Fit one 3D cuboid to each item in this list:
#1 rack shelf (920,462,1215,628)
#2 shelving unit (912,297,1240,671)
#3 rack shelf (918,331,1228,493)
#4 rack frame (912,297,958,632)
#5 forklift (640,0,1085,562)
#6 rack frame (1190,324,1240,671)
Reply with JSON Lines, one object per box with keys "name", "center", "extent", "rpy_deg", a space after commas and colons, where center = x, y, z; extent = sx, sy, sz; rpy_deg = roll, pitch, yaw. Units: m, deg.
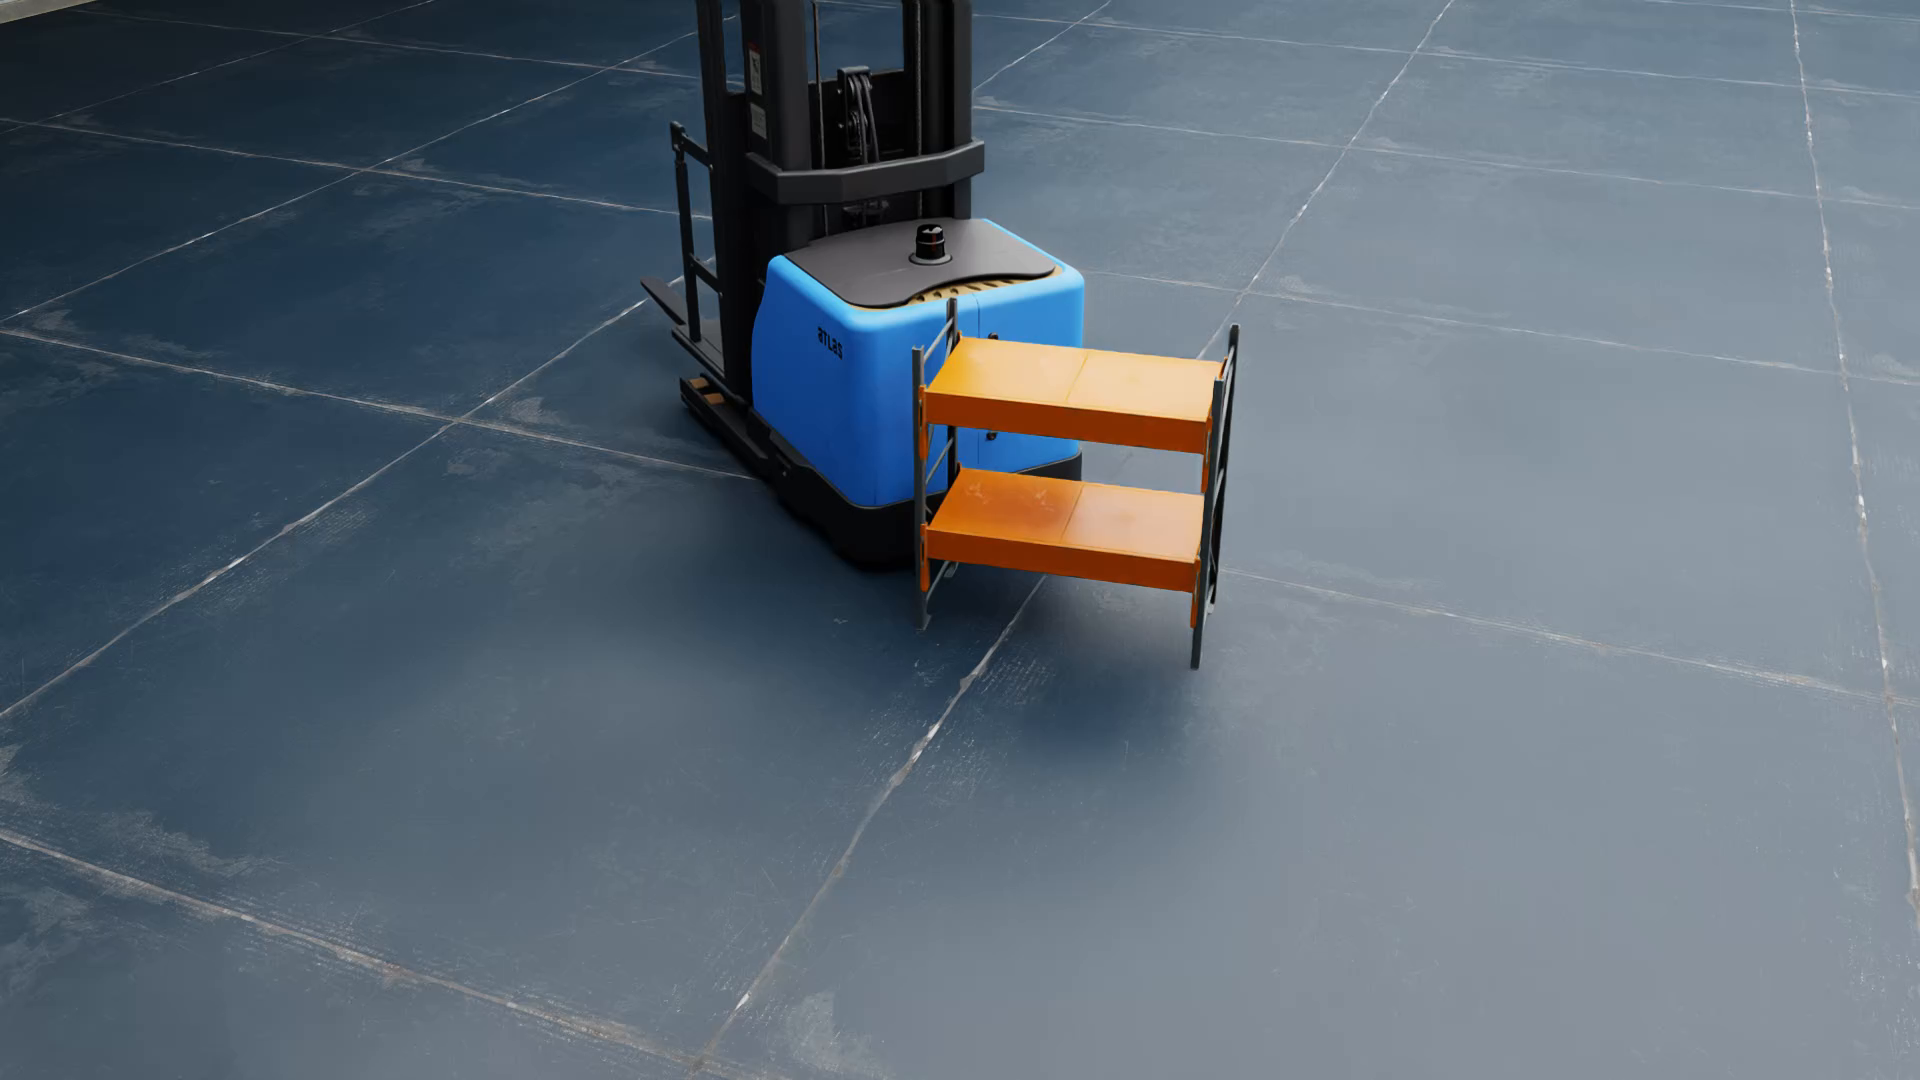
{"name": "rack shelf", "center": [0.407, 0.005, 6.095], "extent": [1.000, 0.278, 0.538], "rpy_deg": [7, 30, 13]}
{"name": "shelving unit", "center": [0.407, -0.208, 5.974], "extent": [1.048, 1.125, 0.538], "rpy_deg": [7, 30, 13]}
{"name": "rack shelf", "center": [0.407, -0.463, 5.830], "extent": [1.000, 0.278, 0.538], "rpy_deg": [7, 30, 13]}
{"name": "rack frame", "center": [-0.085, -0.271, 6.086], "extent": [0.032, 1.125, 0.500], "rpy_deg": [7, 30, 13]}
{"name": "forklift", "center": [-0.654, -1.884, 7.104], "extent": [1.130, 2.935, 3.031], "rpy_deg": [-15, 33, -25]}
{"name": "rack frame", "center": [0.899, -0.145, 5.863], "extent": [0.032, 1.125, 0.500], "rpy_deg": [7, 30, 13]}
